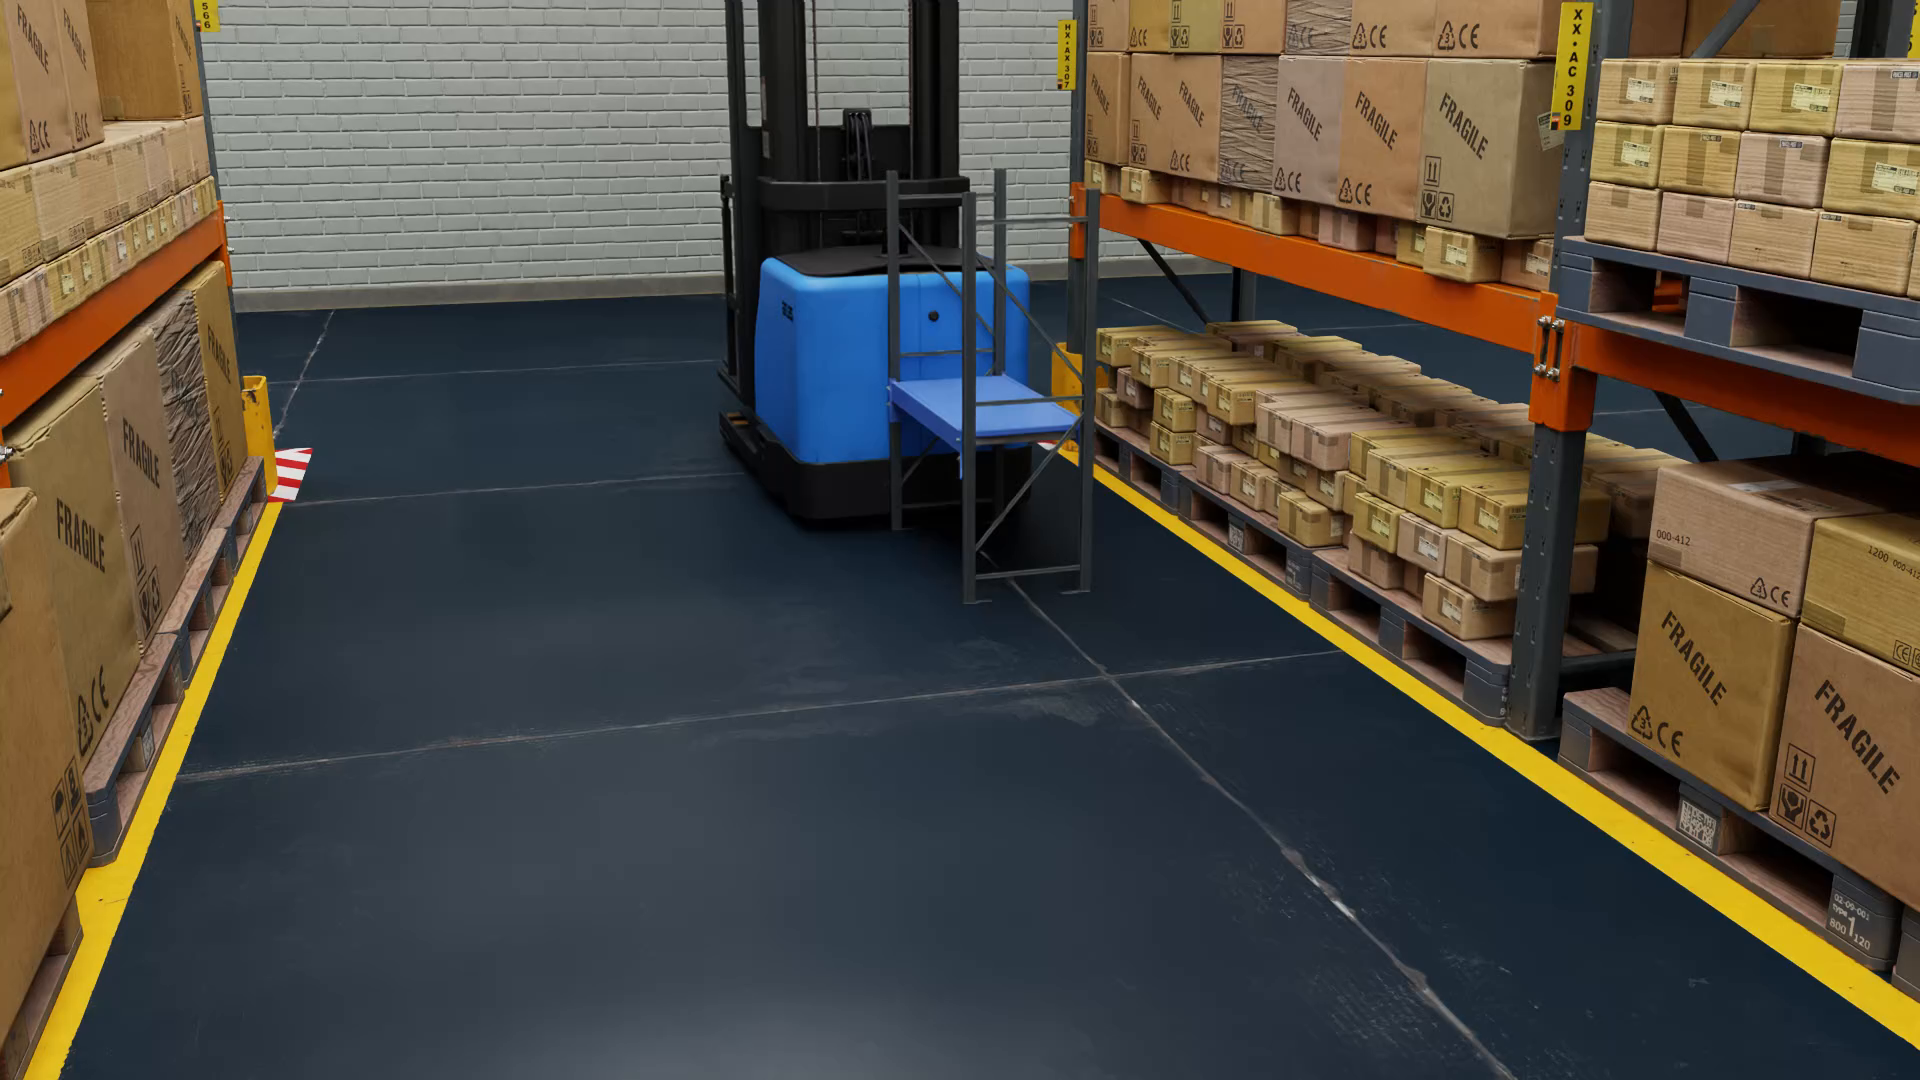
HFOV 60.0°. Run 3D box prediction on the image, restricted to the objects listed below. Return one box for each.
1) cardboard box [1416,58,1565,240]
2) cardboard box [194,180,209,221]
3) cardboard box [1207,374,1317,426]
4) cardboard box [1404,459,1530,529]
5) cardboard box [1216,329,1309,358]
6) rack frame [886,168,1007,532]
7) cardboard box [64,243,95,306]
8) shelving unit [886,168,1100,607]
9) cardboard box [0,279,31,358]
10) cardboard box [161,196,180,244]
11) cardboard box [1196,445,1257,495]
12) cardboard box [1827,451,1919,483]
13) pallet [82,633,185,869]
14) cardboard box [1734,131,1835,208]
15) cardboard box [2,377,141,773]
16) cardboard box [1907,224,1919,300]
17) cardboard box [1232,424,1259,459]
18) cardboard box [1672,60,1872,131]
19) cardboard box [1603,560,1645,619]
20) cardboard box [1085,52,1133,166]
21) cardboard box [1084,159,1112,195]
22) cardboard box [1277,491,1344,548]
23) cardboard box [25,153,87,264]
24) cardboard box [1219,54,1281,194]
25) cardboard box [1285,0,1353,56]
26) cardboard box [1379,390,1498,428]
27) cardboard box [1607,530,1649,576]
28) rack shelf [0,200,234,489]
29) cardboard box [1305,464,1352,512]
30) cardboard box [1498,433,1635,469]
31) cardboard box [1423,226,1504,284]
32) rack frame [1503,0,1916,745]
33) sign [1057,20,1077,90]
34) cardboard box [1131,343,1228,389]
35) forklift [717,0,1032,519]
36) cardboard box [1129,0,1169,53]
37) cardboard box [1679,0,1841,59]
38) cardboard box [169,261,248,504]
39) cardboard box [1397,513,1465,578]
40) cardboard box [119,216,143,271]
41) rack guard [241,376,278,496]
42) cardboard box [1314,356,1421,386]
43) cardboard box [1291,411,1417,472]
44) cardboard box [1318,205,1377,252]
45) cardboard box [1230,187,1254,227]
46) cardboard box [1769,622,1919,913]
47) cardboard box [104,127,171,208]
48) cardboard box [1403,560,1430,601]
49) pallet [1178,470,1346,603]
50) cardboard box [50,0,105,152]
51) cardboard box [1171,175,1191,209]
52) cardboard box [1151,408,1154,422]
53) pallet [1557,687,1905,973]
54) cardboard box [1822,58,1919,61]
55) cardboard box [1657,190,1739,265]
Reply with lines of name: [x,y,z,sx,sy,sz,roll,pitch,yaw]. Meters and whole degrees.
cardboard box: [1.741,-1.188,5.002,0.500,0.500,0.500,-5,17,-15]
cardboard box: [-3.263,-1.364,6.715,0.380,0.149,0.250,-5,17,-15]
cardboard box: [1.244,-0.579,6.857,0.380,0.149,0.250,-4,17,-14]
cardboard box: [1.689,-0.152,5.436,0.380,0.149,0.250,-4,17,-15]
cardboard box: [1.449,-0.913,7.968,0.380,0.149,0.250,-4,17,-14]
rack frame: [-0.053,-0.778,6.934,0.500,1.500,0.032,-5,17,-17]
cardboard box: [-2.632,-0.728,4.598,0.380,0.149,0.250,-5,17,-17]
shelving unit: [0.098,-0.638,6.469,0.538,1.500,1.048,-5,17,-17]
cardboard box: [-2.413,-0.510,3.872,0.380,0.149,0.250,-5,17,-15]
cardboard box: [-3.054,-1.153,6.014,0.380,0.149,0.250,-5,17,-16]
cardboard box: [1.219,-0.306,6.982,0.380,0.149,0.250,-6,18,-18]
cardboard box: [2.593,-0.063,4.260,0.500,0.250,0.500,-5,17,-17]
pallet: [-2.785,0.597,4.598,1.003,0.211,1.213,-5,17,-15]
cardboard box: [1.956,-0.821,3.662,0.380,0.149,0.250,-4,17,-14]
cardboard box: [-2.756,0.106,4.350,0.875,0.875,0.875,-5,17,-15]
cardboard box: [2.096,-0.536,3.229,0.380,0.149,0.250,-5,18,-18]
cardboard box: [1.361,-0.447,6.936,0.380,0.149,0.250,-4,17,-12]
cardboard box: [1.894,-1.030,3.839,0.380,0.149,0.250,-4,17,-14]
cardboard box: [2.354,0.152,5.458,0.380,0.149,0.250,-5,18,-18]
cardboard box: [0.904,-2.037,7.828,0.500,0.500,0.500,-4,17,-13]
cardboard box: [0.820,-1.757,8.023,0.380,0.149,0.250,-5,17,-16]
cardboard box: [1.425,-0.090,6.262,0.380,0.149,0.250,-5,17,-15]
cardboard box: [-2.661,-0.881,4.415,0.500,0.250,0.500,-5,17,-16]
cardboard box: [1.344,-1.614,6.420,0.500,0.500,0.500,-5,17,-17]
cardboard box: [1.482,-1.949,5.798,0.500,0.500,0.500,-4,17,-14]
cardboard box: [1.875,-0.481,6.532,0.380,0.149,0.250,-5,18,-18]
cardboard box: [2.353,0.010,5.413,0.380,0.149,0.250,-4,17,-13]
rack shelf: [-3.201,-0.731,5.421,1.077,0.370,4.000,-5,17,-15]
cardboard box: [1.513,-0.219,6.176,0.380,0.149,0.250,-4,17,-14]
cardboard box: [2.114,-0.265,5.813,0.380,0.149,0.250,-5,17,-16]
cardboard box: [1.666,-0.889,5.134,0.380,0.149,0.250,-5,17,-17]
rack frame: [2.145,-0.886,4.688,1.000,3.000,0.127,-5,17,-15]
sign: [0.524,-2.364,8.104,0.100,0.325,0.005,-5,17,-15]
cardboard box: [1.001,-0.795,7.576,0.380,0.149,0.250,-5,17,-15]
forklift: [-0.613,-1.874,8.097,1.130,2.935,3.031,-5,17,-17]
cardboard box: [1.059,-2.378,7.224,0.500,0.500,0.500,-4,17,-14]
cardboard box: [2.256,-1.699,4.967,0.500,0.500,0.500,-4,17,-14]
cardboard box: [-3.498,-0.641,6.836,0.875,0.875,0.875,-5,17,-15]
cardboard box: [1.667,0.000,5.447,0.380,0.149,0.250,-6,18,-18]
cardboard box: [-2.843,-0.941,5.307,0.380,0.149,0.250,-5,17,-17]
rack guard: [-3.757,-0.438,7.541,1.175,0.500,0.348,-5,17,-15]
cardboard box: [1.780,-0.705,7.275,0.380,0.149,0.250,-4,17,-13]
cardboard box: [1.454,-0.366,6.148,0.380,0.149,0.250,-6,18,-18]
cardboard box: [1.500,-1.114,5.882,0.380,0.149,0.250,-5,18,-18]
cardboard box: [1.298,-1.329,6.600,0.380,0.149,0.250,-4,17,-13]
cardboard box: [2.240,0.481,3.750,0.500,0.500,0.500,-4,17,-13]
cardboard box: [-3.083,-1.305,5.826,0.500,0.250,0.500,-5,18,-17]
cardboard box: [1.719,0.118,5.570,0.380,0.149,0.250,-4,17,-14]
pallet: [1.588,-0.072,6.824,1.003,0.211,1.213,-5,17,-15]
cardboard box: [-2.813,-1.385,4.788,0.500,0.500,0.500,-5,18,-17]
cardboard box: [1.155,-1.550,7.335,0.380,0.149,0.250,-4,17,-13]
cardboard box: [1.108,-0.524,7.708,0.380,0.149,0.250,-5,17,-15]
pallet: [2.361,0.665,4.373,1.003,0.211,1.213,-5,17,-15]
cardboard box: [2.443,-1.156,4.260,0.380,0.149,0.250,-4,17,-13]
cardboard box: [1.893,-0.745,3.926,0.380,0.149,0.250,-4,17,-14]
